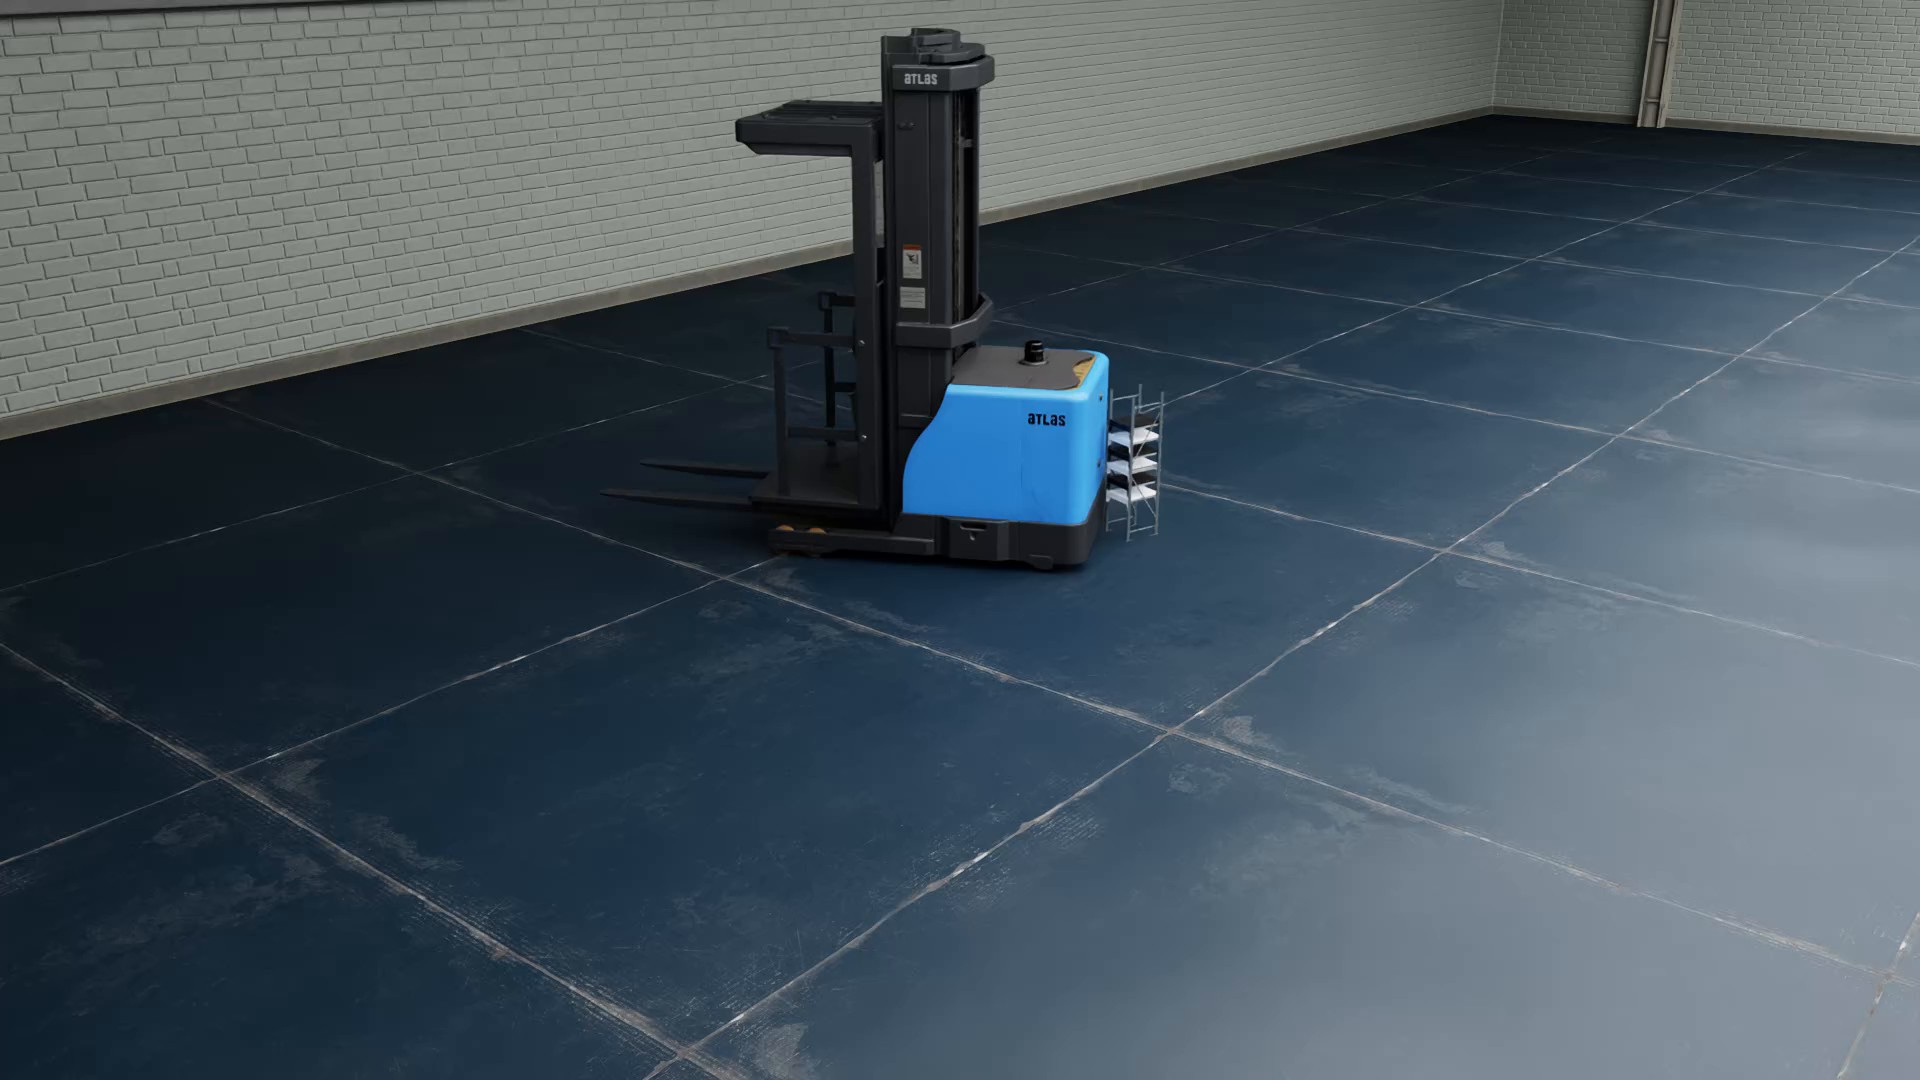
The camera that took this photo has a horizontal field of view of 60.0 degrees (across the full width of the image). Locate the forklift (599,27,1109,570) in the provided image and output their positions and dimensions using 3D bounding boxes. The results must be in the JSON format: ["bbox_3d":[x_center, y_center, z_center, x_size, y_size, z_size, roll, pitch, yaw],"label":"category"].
[{"bbox_3d":[-0.663,-1.450,9.739,3.031,2.935,1.130,4,21,12],"label":"forklift"}]

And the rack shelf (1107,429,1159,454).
[{"bbox_3d":[1.045,-0.597,9.939,0.258,0.077,0.200,-13,25,-32],"label":"rack shelf"}]

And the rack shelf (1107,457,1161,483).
[{"bbox_3d":[1.045,-0.429,10.003,0.258,0.077,0.200,-13,25,-32],"label":"rack shelf"}]

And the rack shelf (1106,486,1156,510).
[{"bbox_3d":[1.044,-0.261,10.067,0.258,0.077,0.200,-13,25,-32],"label":"rack shelf"}]

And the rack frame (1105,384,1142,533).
[{"bbox_3d":[0.988,-0.490,10.070,0.240,0.900,0.006,-13,25,-32],"label":"rack frame"}]

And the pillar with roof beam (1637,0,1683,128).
[{"bbox_3d":[9.532,-10.369,24.791,0.400,9.000,9.100,16,26,36],"label":"pillar with roof beam"}]

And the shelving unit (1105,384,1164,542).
[{"bbox_3d":[1.045,-0.460,9.991,0.258,0.900,0.210,-13,25,-32],"label":"shelving unit"}]

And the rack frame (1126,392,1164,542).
[{"bbox_3d":[1.102,-0.430,9.912,0.240,0.900,0.006,-13,25,-32],"label":"rack frame"}]

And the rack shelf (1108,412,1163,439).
[{"bbox_3d":[1.045,-0.682,9.907,0.258,0.077,0.200,-13,25,-32],"label":"rack shelf"}]

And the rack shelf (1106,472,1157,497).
[{"bbox_3d":[1.045,-0.345,10.035,0.258,0.077,0.200,-13,25,-32],"label":"rack shelf"}]

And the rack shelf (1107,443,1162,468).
[{"bbox_3d":[1.045,-0.513,9.971,0.258,0.077,0.200,-13,25,-32],"label":"rack shelf"}]
